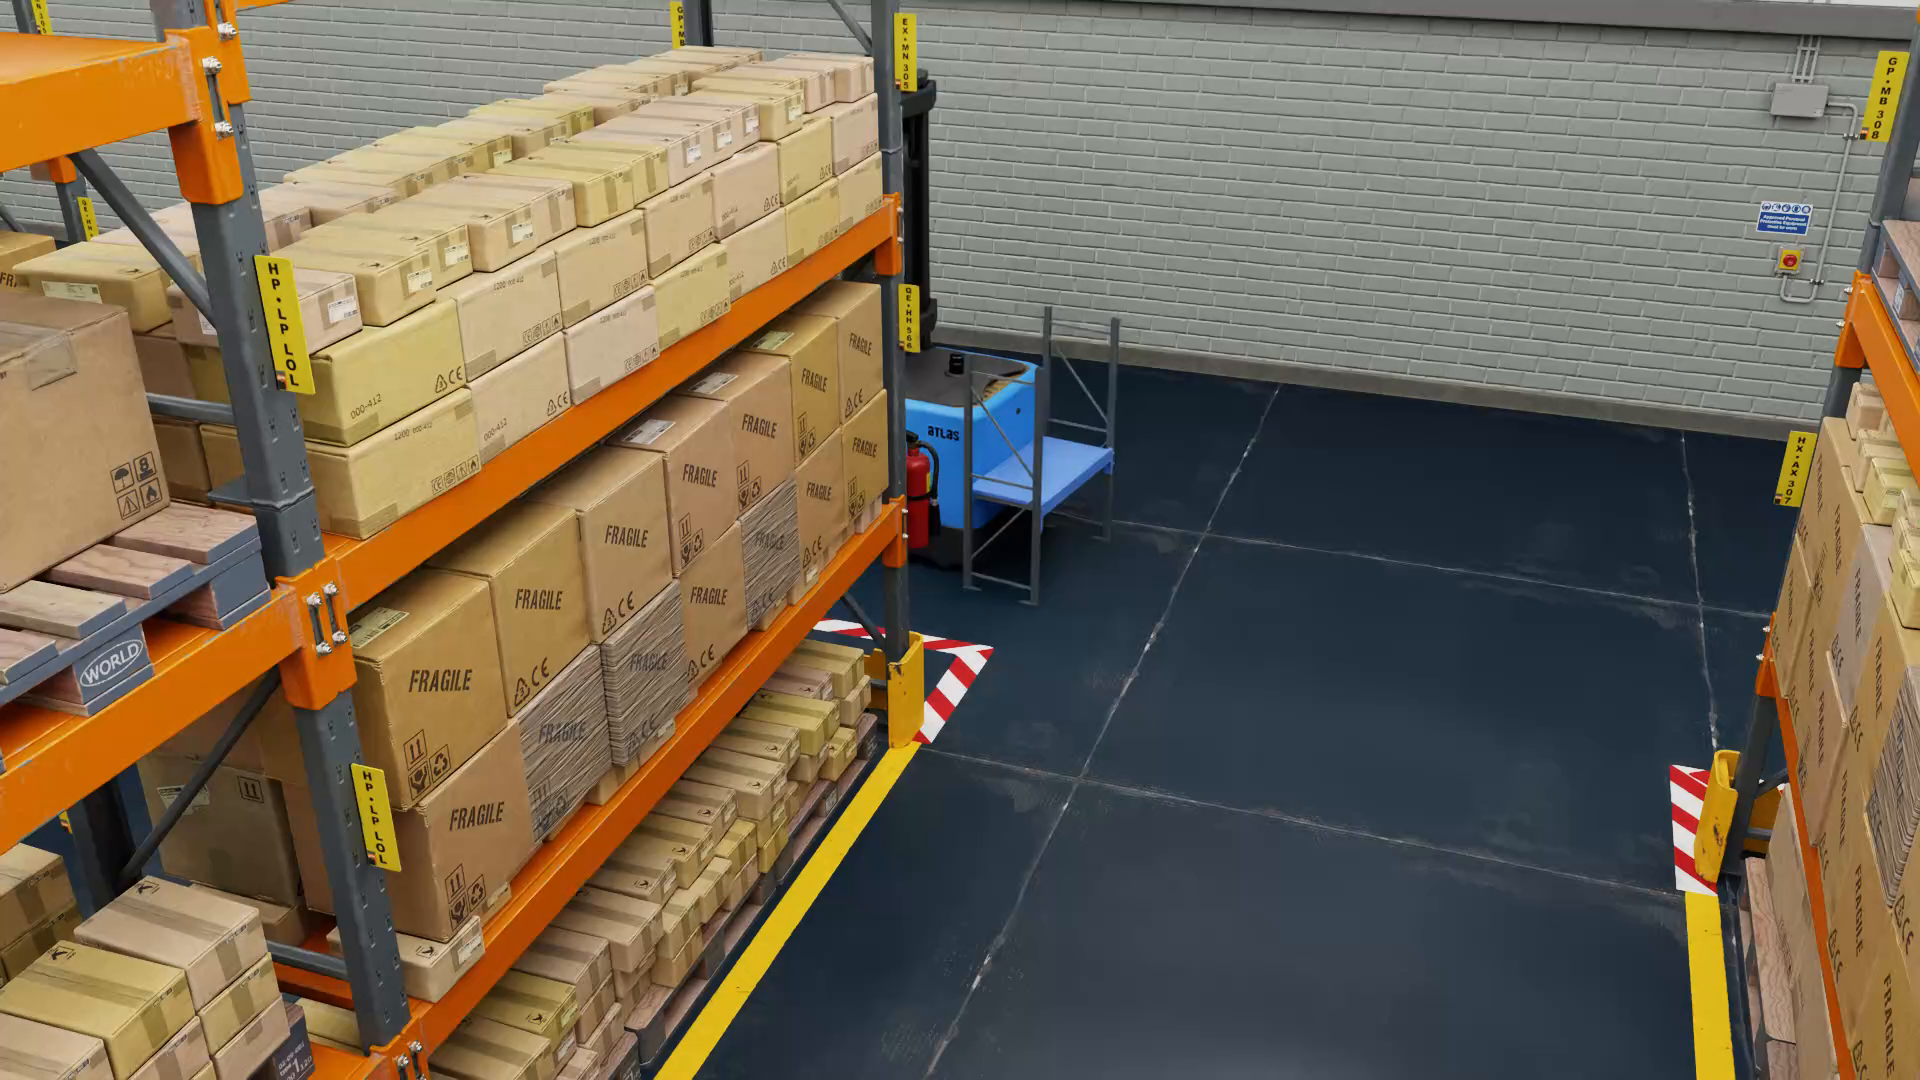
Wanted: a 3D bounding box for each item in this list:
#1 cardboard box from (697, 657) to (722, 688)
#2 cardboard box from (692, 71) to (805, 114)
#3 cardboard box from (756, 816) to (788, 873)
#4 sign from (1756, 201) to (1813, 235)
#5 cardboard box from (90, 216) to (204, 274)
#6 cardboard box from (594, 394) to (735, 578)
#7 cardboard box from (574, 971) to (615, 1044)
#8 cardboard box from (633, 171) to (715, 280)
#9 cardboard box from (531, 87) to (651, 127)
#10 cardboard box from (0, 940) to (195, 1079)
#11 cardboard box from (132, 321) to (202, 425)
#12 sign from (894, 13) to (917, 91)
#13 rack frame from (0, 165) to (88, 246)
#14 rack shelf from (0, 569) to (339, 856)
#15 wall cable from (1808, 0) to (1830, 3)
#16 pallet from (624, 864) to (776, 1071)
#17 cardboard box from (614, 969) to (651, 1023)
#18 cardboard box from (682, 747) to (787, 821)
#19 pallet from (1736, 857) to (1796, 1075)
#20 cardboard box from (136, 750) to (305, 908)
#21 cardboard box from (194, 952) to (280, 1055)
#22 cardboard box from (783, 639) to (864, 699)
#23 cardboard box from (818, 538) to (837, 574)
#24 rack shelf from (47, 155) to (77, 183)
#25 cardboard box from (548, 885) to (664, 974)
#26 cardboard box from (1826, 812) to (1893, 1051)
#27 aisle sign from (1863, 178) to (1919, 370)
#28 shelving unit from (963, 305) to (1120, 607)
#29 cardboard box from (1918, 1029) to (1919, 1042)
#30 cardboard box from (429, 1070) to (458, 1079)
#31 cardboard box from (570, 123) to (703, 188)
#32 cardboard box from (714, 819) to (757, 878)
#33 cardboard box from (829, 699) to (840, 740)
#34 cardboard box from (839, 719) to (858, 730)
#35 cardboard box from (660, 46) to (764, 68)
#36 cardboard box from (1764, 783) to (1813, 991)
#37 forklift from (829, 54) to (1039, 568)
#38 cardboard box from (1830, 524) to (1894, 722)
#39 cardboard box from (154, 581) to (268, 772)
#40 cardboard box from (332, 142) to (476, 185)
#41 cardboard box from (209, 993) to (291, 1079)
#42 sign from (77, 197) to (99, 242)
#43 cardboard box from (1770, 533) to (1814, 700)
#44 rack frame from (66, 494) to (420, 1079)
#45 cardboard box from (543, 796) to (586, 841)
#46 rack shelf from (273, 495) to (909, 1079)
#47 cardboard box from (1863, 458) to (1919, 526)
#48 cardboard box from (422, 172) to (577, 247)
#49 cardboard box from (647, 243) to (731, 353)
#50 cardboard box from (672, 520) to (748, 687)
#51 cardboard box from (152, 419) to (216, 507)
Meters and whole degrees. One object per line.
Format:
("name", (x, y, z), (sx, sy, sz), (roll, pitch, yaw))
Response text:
("cardboard box", (-1.180, 0.458, 6.650), (0.380, 0.149, 0.250), (9, 27, 18))
("cardboard box", (-0.846, -1.773, 6.669), (0.380, 0.149, 0.250), (8, 27, 16))
("cardboard box", (-0.987, 1.317, 7.378), (0.380, 0.149, 0.250), (8, 27, 15))
("sign", (5.778, -2.256, 11.657), (0.327, 0.218, 0.001), (9, 27, 17))
("cardboard box", (-2.159, -0.780, 4.617), (0.380, 0.149, 0.250), (9, 27, 19))
("cardboard box", (-1.177, -0.222, 6.162), (0.500, 0.500, 0.500), (8, 27, 16))
("cardboard box", (-1.523, 1.711, 6.223), (0.380, 0.149, 0.250), (7, 27, 15))
("cardboard box", (-1.187, -1.113, 5.763), (0.500, 0.250, 0.500), (8, 27, 15))
("cardboard box", (-1.404, -1.621, 6.354), (0.380, 0.149, 0.250), (10, 27, 19))
("cardboard box", (-2.122, 1.146, 4.065), (0.380, 0.149, 0.250), (8, 27, 16))
("cardboard box", (-2.170, -0.548, 4.597), (0.500, 0.250, 0.500), (7, 27, 15))
("sign", (-0.237, -2.118, 7.224), (0.100, 0.325, 0.005), (9, 27, 17))
("rack frame", (-5.397, -1.219, 9.825), (1.000, 3.000, 0.127), (9, 27, 17))
("rack shelf", (-2.750, 0.982, 2.664), (1.077, 0.370, 4.000), (9, 27, 17))
("wall cable", (5.576, -4.860, 10.462), (0.463, 3.000, 0.029), (9, 27, 17))
("pallet", (-1.490, 1.657, 7.086), (1.003, 0.211, 1.213), (9, 27, 17))
("cardboard box", (-1.444, 1.731, 6.523), (0.380, 0.149, 0.250), (8, 27, 15))
("cardboard box", (-0.977, 1.058, 7.229), (0.380, 0.149, 0.250), (10, 28, 19))
("pallet", (3.756, 1.813, 6.762), (1.003, 0.211, 1.213), (9, 27, 17))
("cardboard box", (-2.190, 0.767, 5.267), (0.500, 0.500, 0.500), (9, 27, 18))
("cardboard box", (-2.031, 1.168, 4.360), (0.380, 0.149, 0.250), (10, 27, 19))
("cardboard box", (-0.690, 0.623, 8.128), (0.380, 0.149, 0.250), (9, 27, 18))
("cardboard box", (-0.783, 0.032, 7.530), (0.380, 0.149, 0.250), (8, 27, 17))
("rack shelf", (-6.062, -1.423, 7.631), (1.077, 0.370, 4.000), (9, 27, 17))
("cardboard box", (-1.362, 1.482, 6.354), (0.380, 0.149, 0.250), (9, 27, 19))
("cardboard box", (2.850, 1.169, 4.780), (0.500, 0.500, 0.500), (8, 27, 17))
("aisle sign", (3.699, -1.023, 6.438), (0.394, 0.787, 0.004), (9, 27, 17))
("shelving unit", (0.496, -0.528, 10.119), (0.538, 1.500, 1.048), (14, 29, 26))
("cardboard box", (2.514, 1.133, 3.705), (0.500, 0.500, 0.500), (9, 27, 17))
("cardboard box", (-1.774, 1.901, 5.489), (0.380, 0.149, 0.250), (10, 28, 20))
("cardboard box", (-1.120, -1.337, 5.767), (0.380, 0.149, 0.250), (8, 27, 16))
("cardboard box", (-1.094, 1.292, 7.088), (0.380, 0.149, 0.250), (10, 28, 20))
("cardboard box", (-0.797, 0.860, 7.979), (0.380, 0.149, 0.250), (8, 27, 16))
("cardboard box", (-0.732, 0.883, 8.274), (0.380, 0.149, 0.250), (9, 27, 18))
("cardboard box", (-1.076, -2.045, 7.230), (0.380, 0.149, 0.250), (9, 27, 17))
("cardboard box", (3.823, 1.468, 6.734), (0.875, 0.438, 0.875), (8, 27, 16))
("forklift", (-1.006, -1.583, 10.656), (3.031, 2.935, 1.130), (13, 29, 24))
("cardboard box", (3.191, 0.305, 5.415), (0.500, 0.500, 0.500), (9, 27, 17))
("cardboard box", (-2.183, 0.325, 5.034), (0.500, 0.500, 0.500), (8, 27, 16))
("cardboard box", (-1.832, -1.205, 5.495), (0.380, 0.149, 0.250), (9, 27, 17))
("cardboard box", (-2.030, 1.302, 4.425), (0.380, 0.149, 0.250), (8, 27, 16))
("sign", (-4.890, -1.762, 9.347), (0.100, 0.325, 0.005), (9, 27, 17))
("cardboard box", (3.518, 0.329, 6.514), (0.500, 0.500, 0.500), (9, 27, 17))
("rack frame", (-2.084, 1.186, 4.859), (1.000, 3.000, 0.127), (9, 27, 17))
("cardboard box", (-1.530, 0.885, 5.768), (0.380, 0.149, 0.250), (8, 27, 15))
("rack shelf", (-1.419, 0.688, 6.713), (1.077, 0.370, 4.000), (9, 27, 17))
("cardboard box", (3.284, -0.144, 5.599), (0.380, 0.149, 0.250), (8, 27, 16))
("cardboard box", (-1.411, -1.013, 5.100), (0.380, 0.149, 0.250), (8, 27, 16))
("cardboard box", (-1.154, -0.881, 5.858), (0.500, 0.250, 0.500), (10, 28, 20))
("cardboard box", (-1.172, 0.209, 6.420), (0.500, 0.500, 0.500), (10, 28, 20))
("cardboard box", (-2.176, -0.338, 4.735), (0.500, 0.250, 0.500), (9, 27, 19))
